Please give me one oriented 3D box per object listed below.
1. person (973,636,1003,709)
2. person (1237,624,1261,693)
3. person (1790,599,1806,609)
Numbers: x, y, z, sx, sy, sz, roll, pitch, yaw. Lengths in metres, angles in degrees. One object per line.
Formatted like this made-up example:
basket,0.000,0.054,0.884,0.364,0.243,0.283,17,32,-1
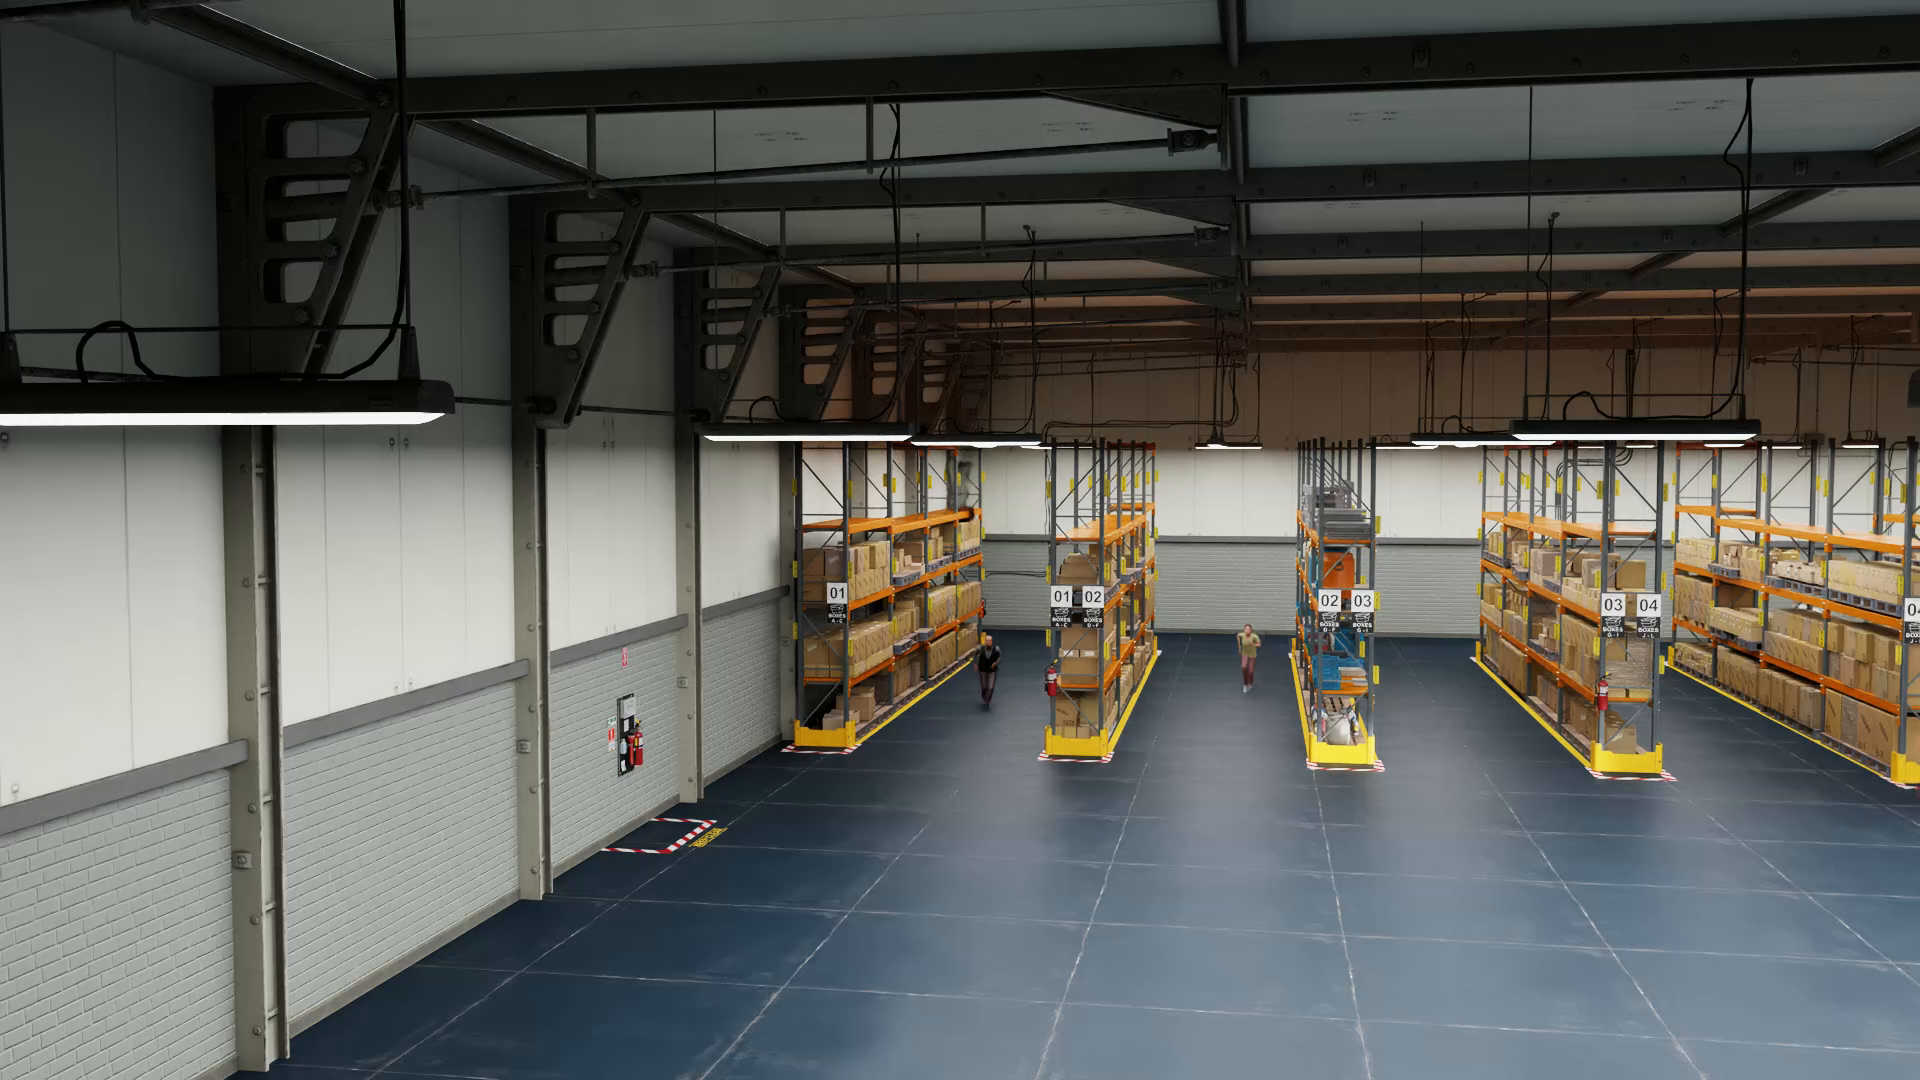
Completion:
person,0.619,2.950,37.125,0.649,1.655,0.737,0,3,-6
person,6.898,2.804,39.686,0.571,1.642,0.889,1,3,12
person,22.849,2.404,45.413,1.009,1.807,0.699,1,3,17
